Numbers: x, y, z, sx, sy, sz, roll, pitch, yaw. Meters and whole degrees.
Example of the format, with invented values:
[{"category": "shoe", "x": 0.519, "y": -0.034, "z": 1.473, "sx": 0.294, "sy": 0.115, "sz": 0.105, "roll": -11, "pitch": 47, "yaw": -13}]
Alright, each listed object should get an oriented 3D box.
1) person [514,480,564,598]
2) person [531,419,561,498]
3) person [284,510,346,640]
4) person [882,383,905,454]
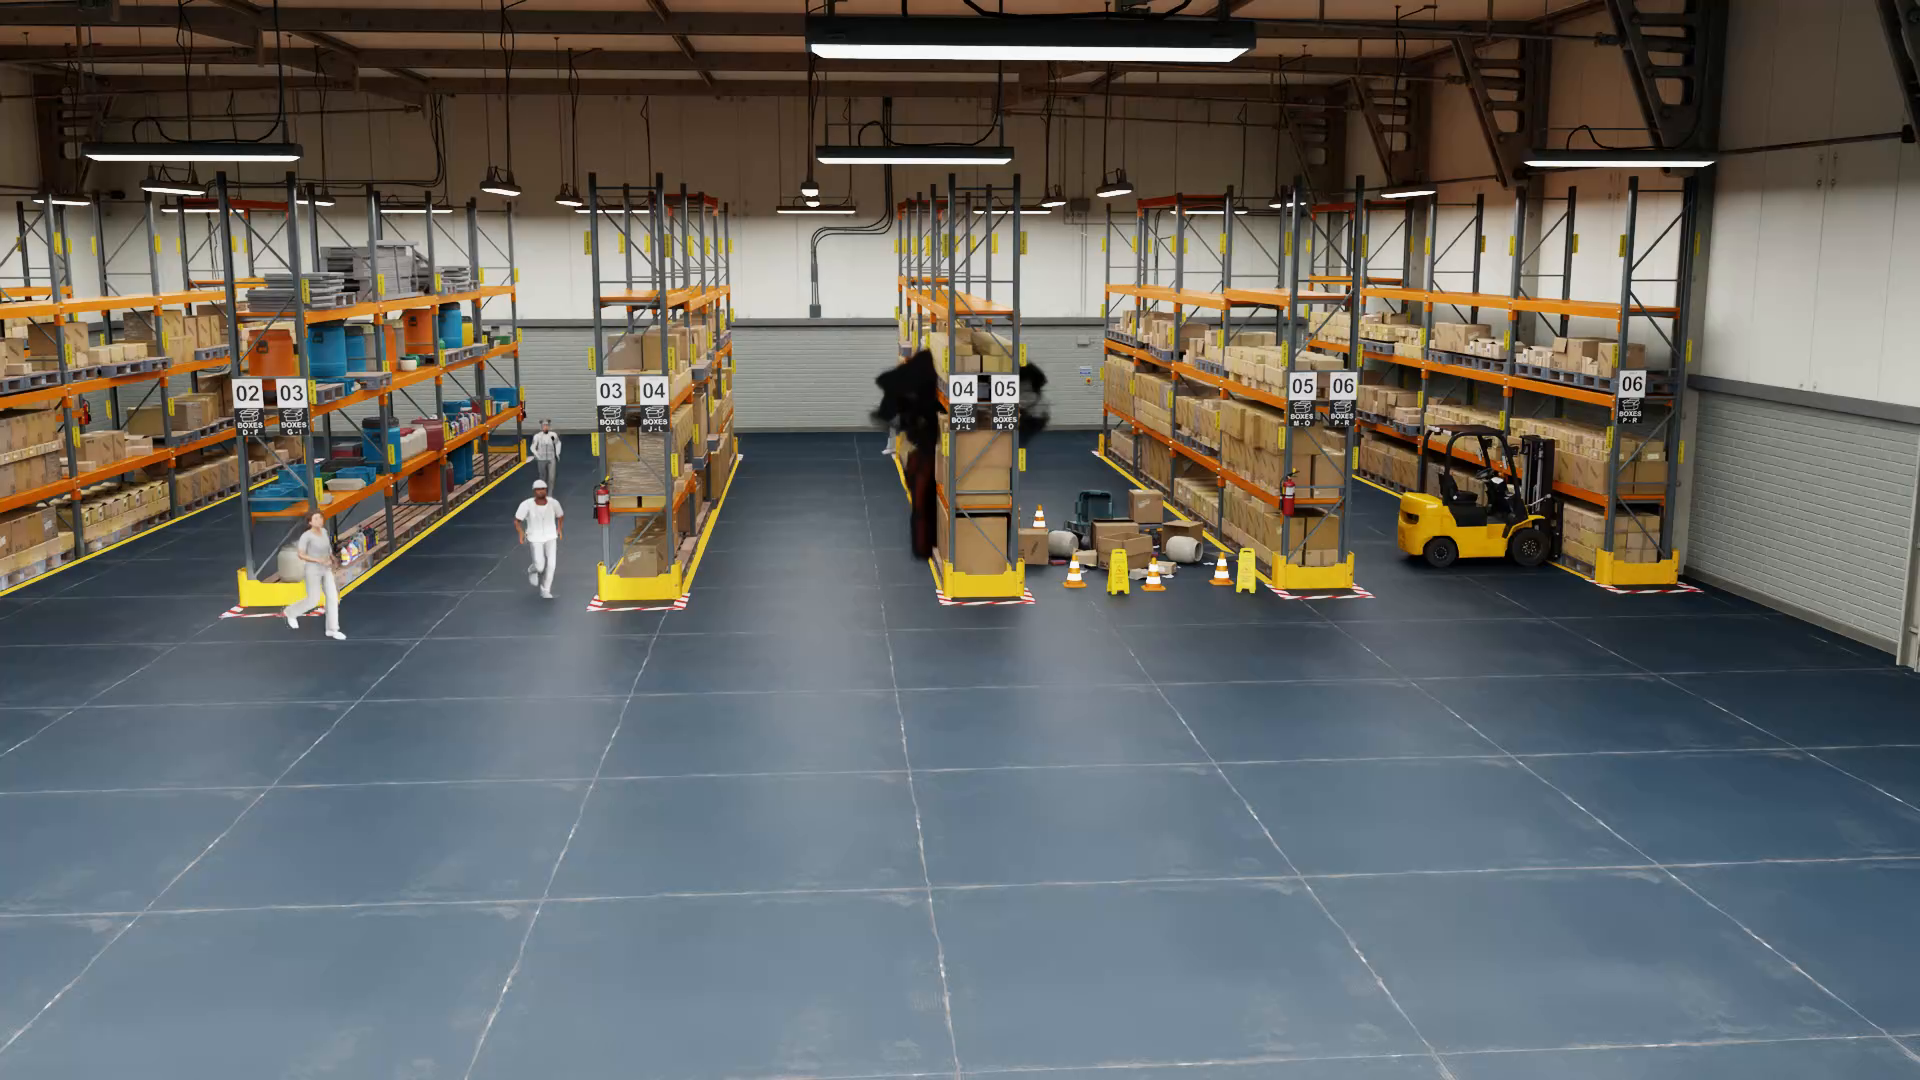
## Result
[{"category": "person", "x": -6.038, "y": -0.029, "z": 23.966, "sx": 0.716, "sy": 1.711, "sz": 0.599, "roll": -5, "pitch": 11, "yaw": -27}, {"category": "person", "x": -8.182, "y": -1.583, "z": 32.915, "sx": 0.608, "sy": 1.678, "sz": 0.834, "roll": -3, "pitch": 11, "yaw": -19}, {"category": "person", "x": -8.339, "y": 0.438, "z": 21.514, "sx": 0.911, "sy": 1.662, "sz": 0.577, "roll": 5, "pitch": 11, "yaw": 26}, {"category": "person", "x": -1.464, "y": -3.008, "z": 40.703, "sx": 0.962, "sy": 1.785, "sz": 0.747, "roll": -2, "pitch": 10, "yaw": -14}]
